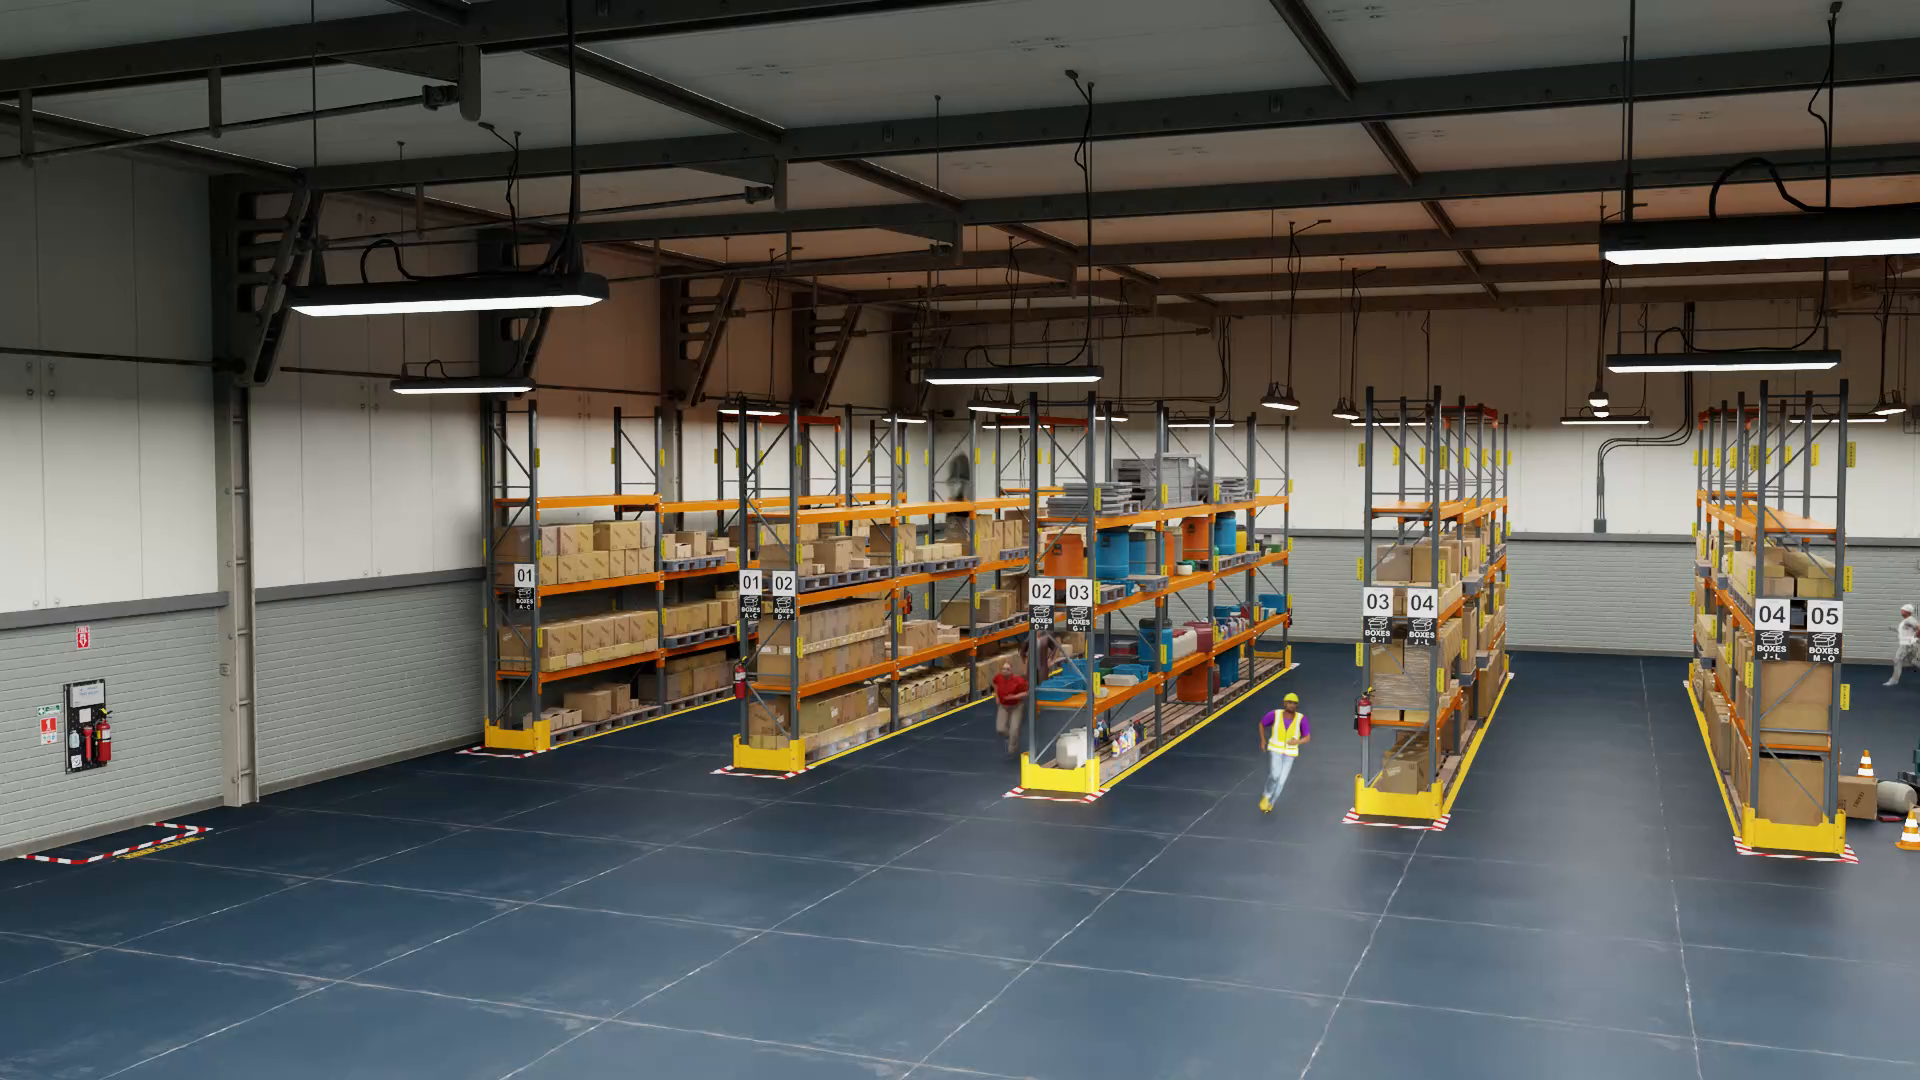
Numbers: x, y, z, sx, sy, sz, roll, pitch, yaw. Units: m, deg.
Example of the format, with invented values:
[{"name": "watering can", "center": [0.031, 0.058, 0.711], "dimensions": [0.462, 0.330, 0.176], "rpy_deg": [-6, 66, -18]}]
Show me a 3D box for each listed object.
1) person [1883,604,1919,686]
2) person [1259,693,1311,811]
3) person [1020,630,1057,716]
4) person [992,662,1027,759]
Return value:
[{"name": "person", "center": [20.635, 2.297, 36.168], "dimensions": [0.946, 1.800, 0.682], "rpy_deg": [2, 3, 33]}, {"name": "person", "center": [4.567, 2.987, 23.393], "dimensions": [0.723, 1.686, 0.657], "rpy_deg": [0, 3, 3]}, {"name": "person", "center": [1.536, 2.523, 32.600], "dimensions": [0.712, 1.764, 0.918], "rpy_deg": [0, 3, 7]}, {"name": "person", "center": [0.794, 2.826, 27.500], "dimensions": [0.648, 1.649, 0.745], "rpy_deg": [1, 3, 16]}]
